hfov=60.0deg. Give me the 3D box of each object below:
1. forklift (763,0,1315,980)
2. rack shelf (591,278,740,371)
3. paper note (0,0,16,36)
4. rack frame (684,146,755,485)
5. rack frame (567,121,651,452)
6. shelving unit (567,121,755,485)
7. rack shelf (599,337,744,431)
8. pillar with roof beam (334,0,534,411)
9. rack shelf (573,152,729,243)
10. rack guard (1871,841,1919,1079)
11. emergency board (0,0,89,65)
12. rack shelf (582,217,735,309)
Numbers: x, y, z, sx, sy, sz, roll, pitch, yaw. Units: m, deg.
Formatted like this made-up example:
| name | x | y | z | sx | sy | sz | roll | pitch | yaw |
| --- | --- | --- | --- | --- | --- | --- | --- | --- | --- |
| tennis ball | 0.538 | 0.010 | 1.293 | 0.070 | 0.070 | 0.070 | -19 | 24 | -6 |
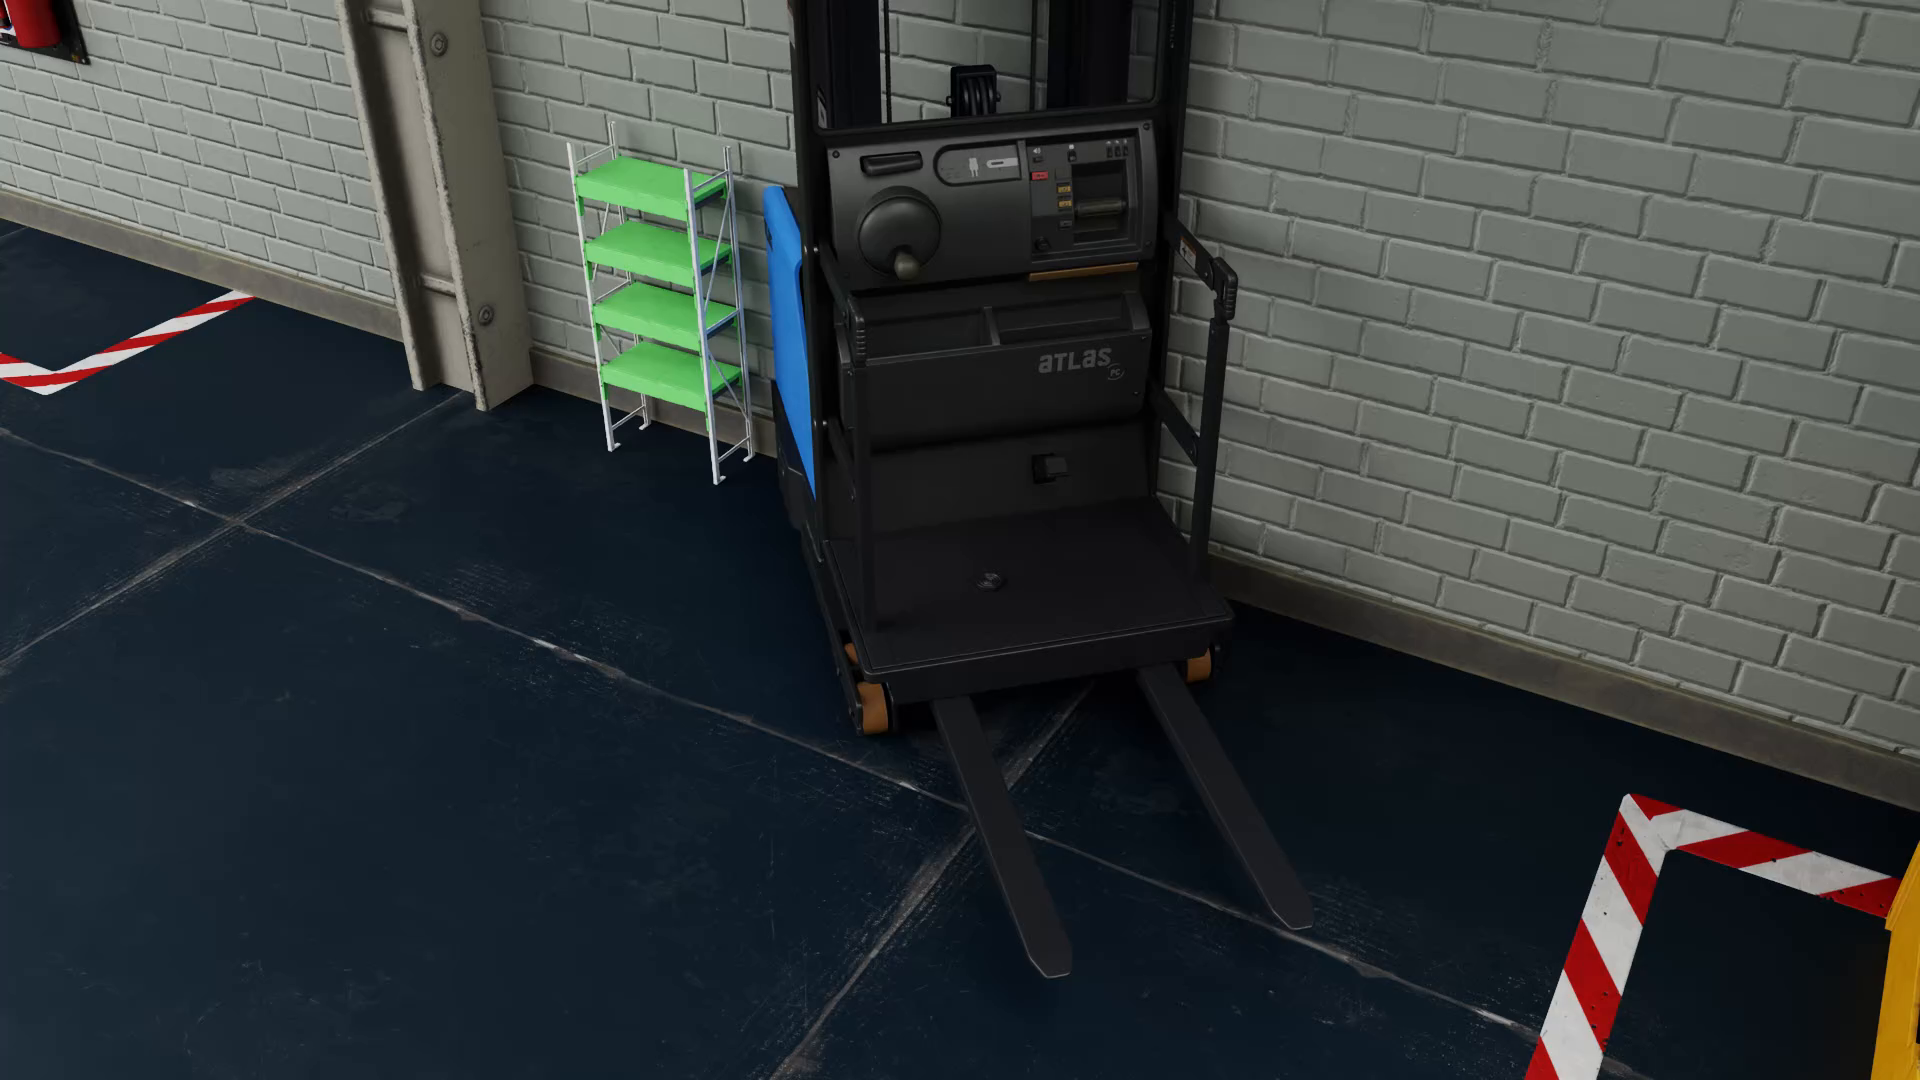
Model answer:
| name | x | y | z | sx | sy | sz | roll | pitch | yaw |
| --- | --- | --- | --- | --- | --- | --- | --- | --- | --- |
| forklift | 0.154 | -0.882 | 4.430 | 1.130 | 2.935 | 3.031 | -8 | 34 | -12 |
| rack shelf | -1.044 | -0.773 | 5.943 | 0.480 | 0.148 | 0.258 | 17 | 37 | 24 |
| paper note | -4.194 | -2.292 | 7.281 | 0.142 | 0.148 | 0.016 | 18 | 37 | 24 |
| rack frame | -0.831 | -0.760 | 5.809 | 0.015 | 1.200 | 0.240 | 17 | 37 | 24 |
| rack frame | -1.257 | -0.892 | 6.007 | 0.015 | 1.200 | 0.240 | 17 | 37 | 24 |
| shelving unit | -1.044 | -0.826 | 5.908 | 0.503 | 1.200 | 0.258 | 17 | 37 | 24 |
| rack shelf | -1.044 | -0.573 | 6.076 | 0.480 | 0.148 | 0.258 | 17 | 37 | 24 |
| pillar with roof beam | -4.084 | -2.304 | 1.092 | 0.400 | 9.000 | 9.100 | 18 | 37 | 24 |
| rack shelf | -1.044 | -1.172 | 5.677 | 0.480 | 0.148 | 0.258 | 17 | 37 | 24 |
| rack guard | 2.290 | 1.056 | 3.713 | 0.348 | 0.500 | 1.175 | 18 | 37 | 24 |
| emergency board | -4.075 | -2.577 | 6.914 | 0.643 | 1.169 | 0.194 | 18 | 37 | 24 |
| rack shelf | -1.044 | -0.973 | 5.810 | 0.480 | 0.148 | 0.258 | 17 | 37 | 24 |
